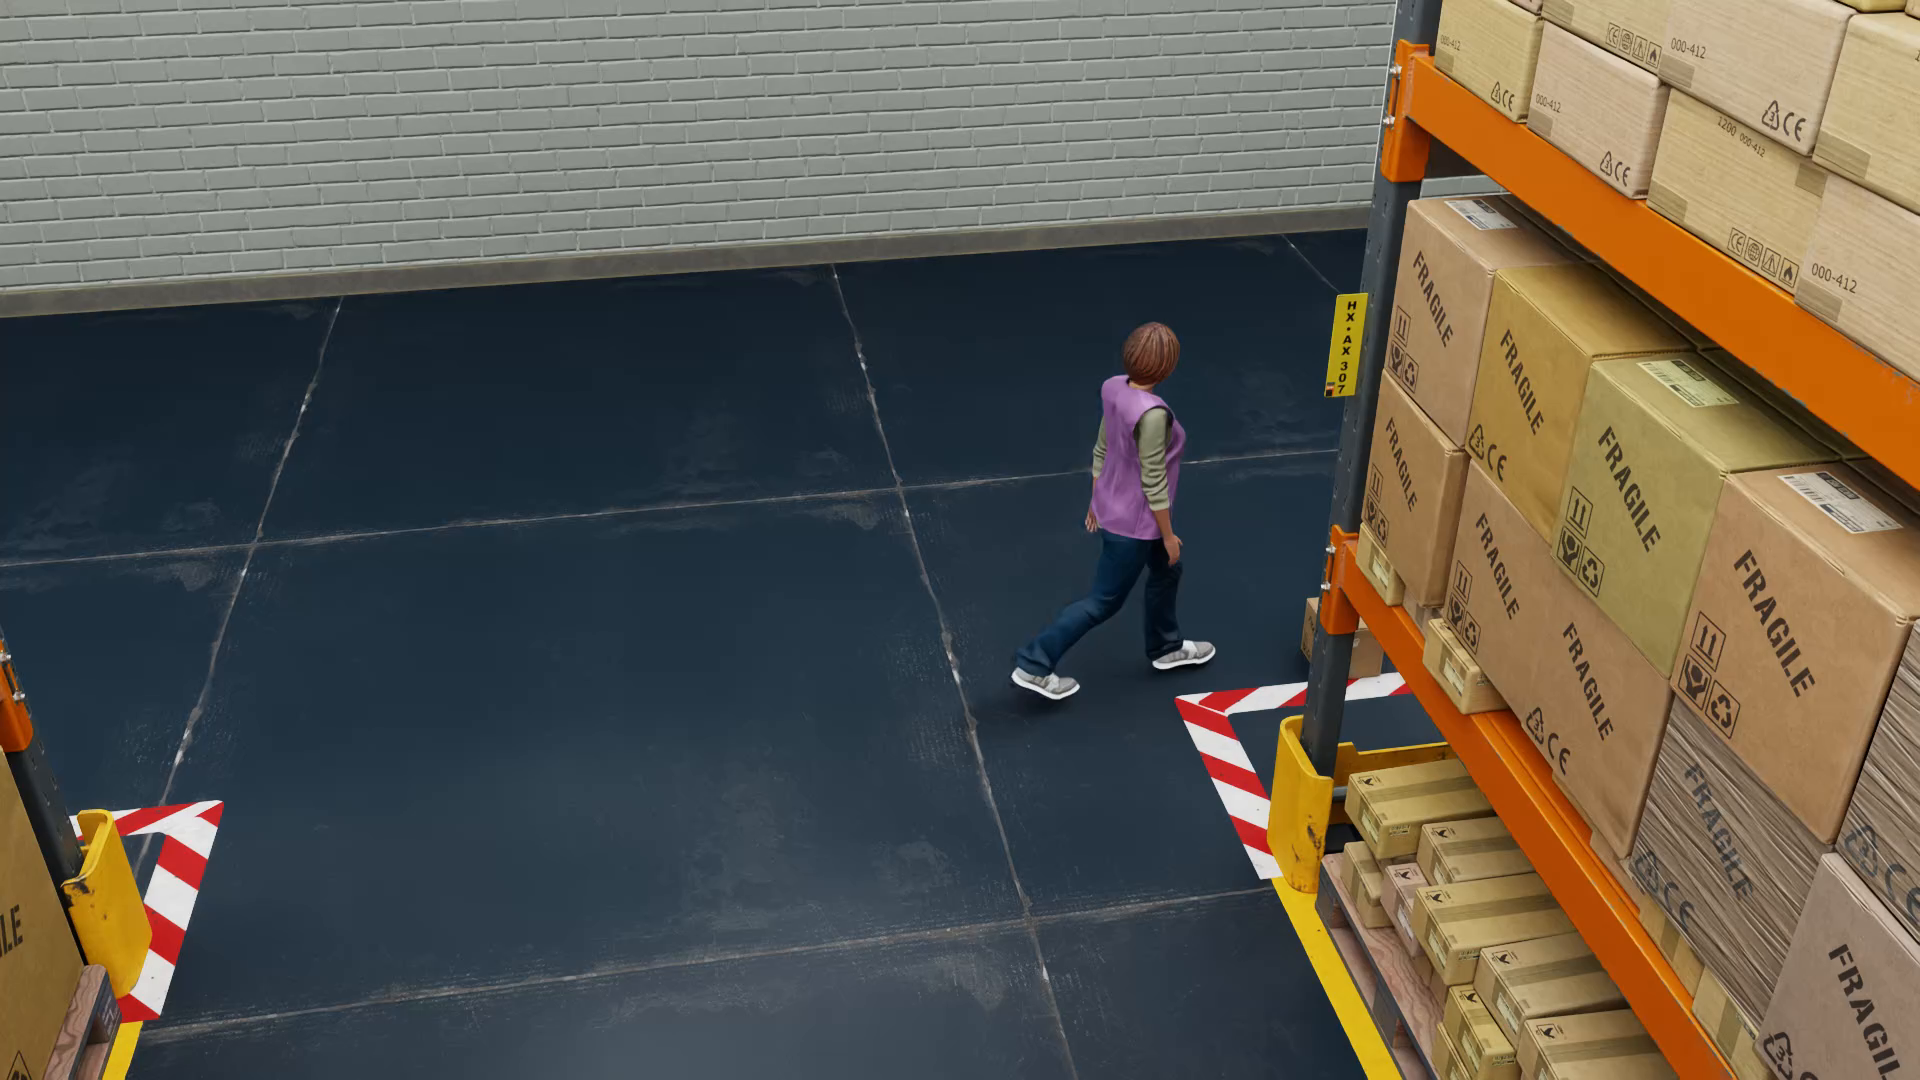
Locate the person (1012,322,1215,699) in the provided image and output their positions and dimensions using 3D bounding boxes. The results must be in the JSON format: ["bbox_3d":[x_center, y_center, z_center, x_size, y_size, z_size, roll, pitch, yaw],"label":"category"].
[{"bbox_3d":[0.632,-0.089,6.296,0.880,1.548,0.424,-5,31,-8],"label":"person"}]
